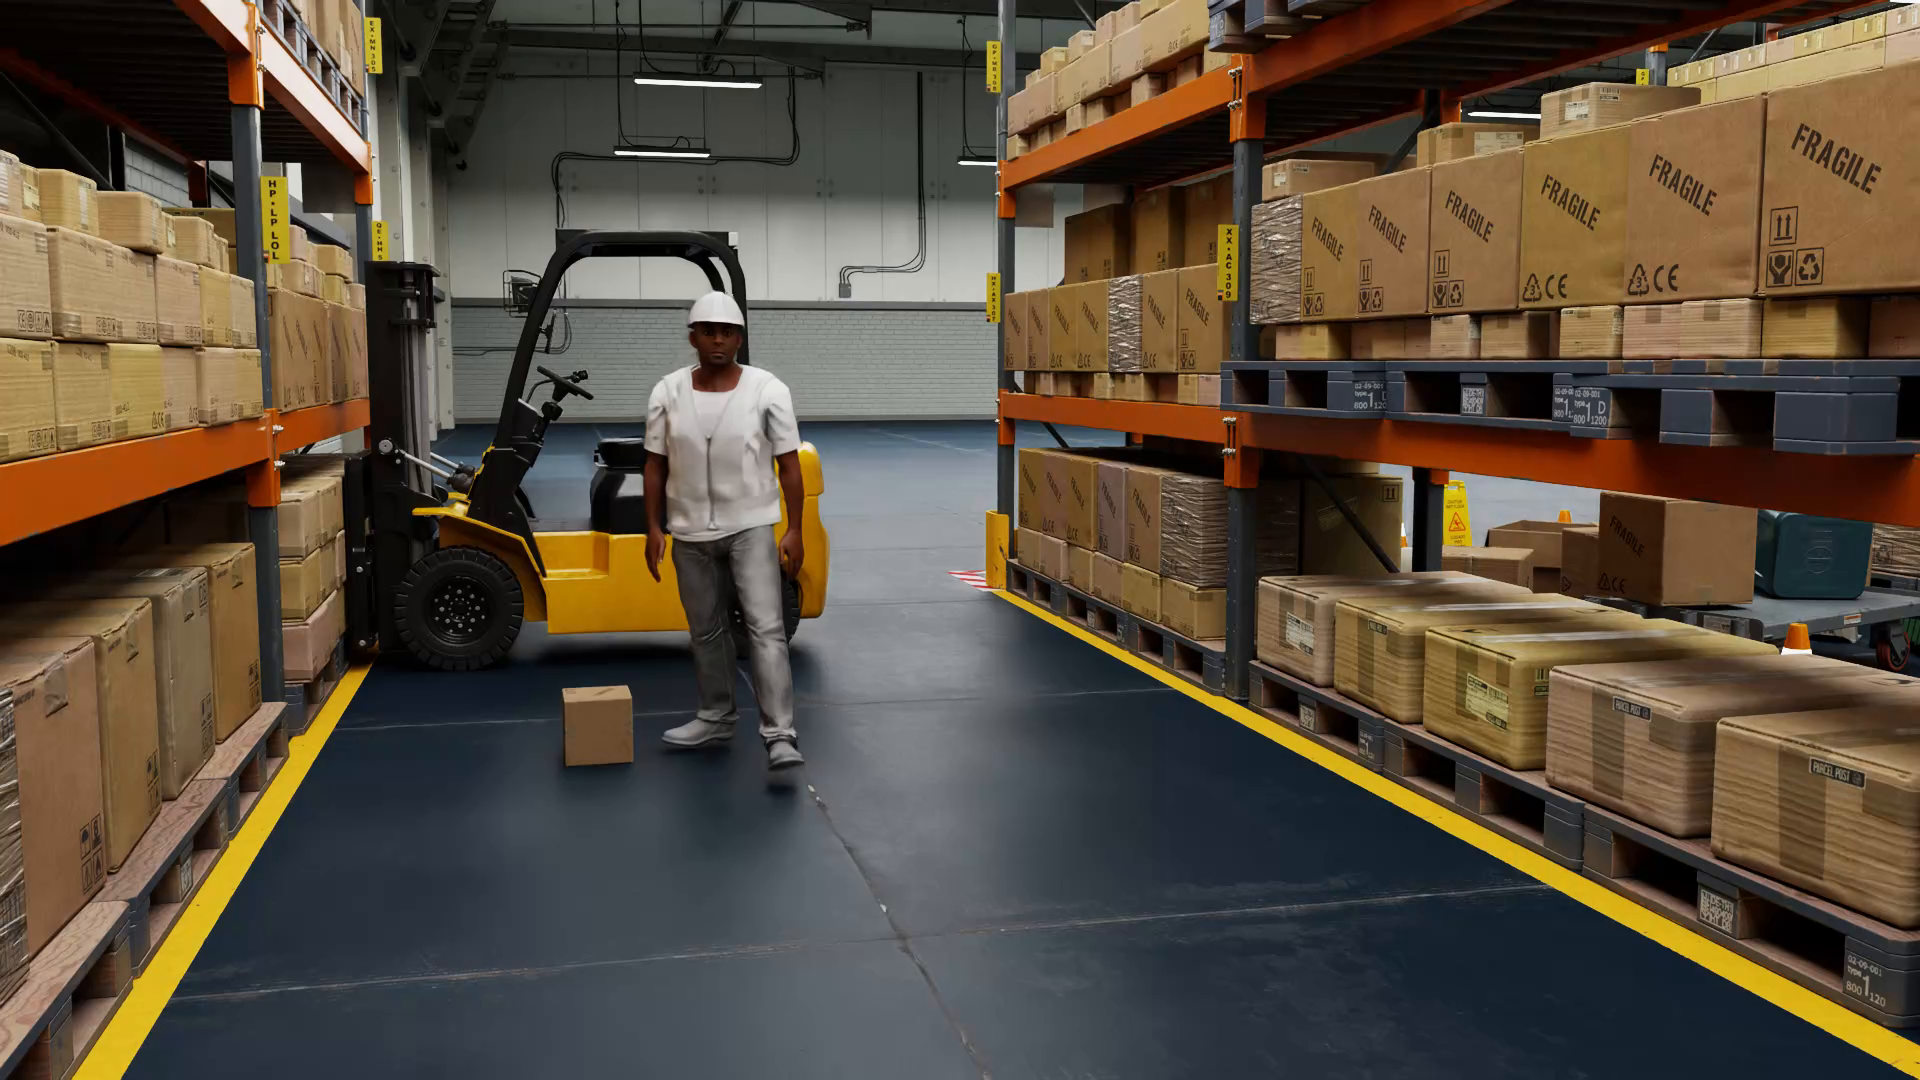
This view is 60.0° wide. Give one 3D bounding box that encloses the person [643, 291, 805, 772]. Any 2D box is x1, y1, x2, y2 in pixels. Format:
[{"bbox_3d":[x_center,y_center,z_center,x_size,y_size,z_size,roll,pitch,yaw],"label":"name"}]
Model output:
[{"bbox_3d":[-0.839,-0.037,6.084,0.687,1.729,0.827,1,6,8],"label":"person"}]
